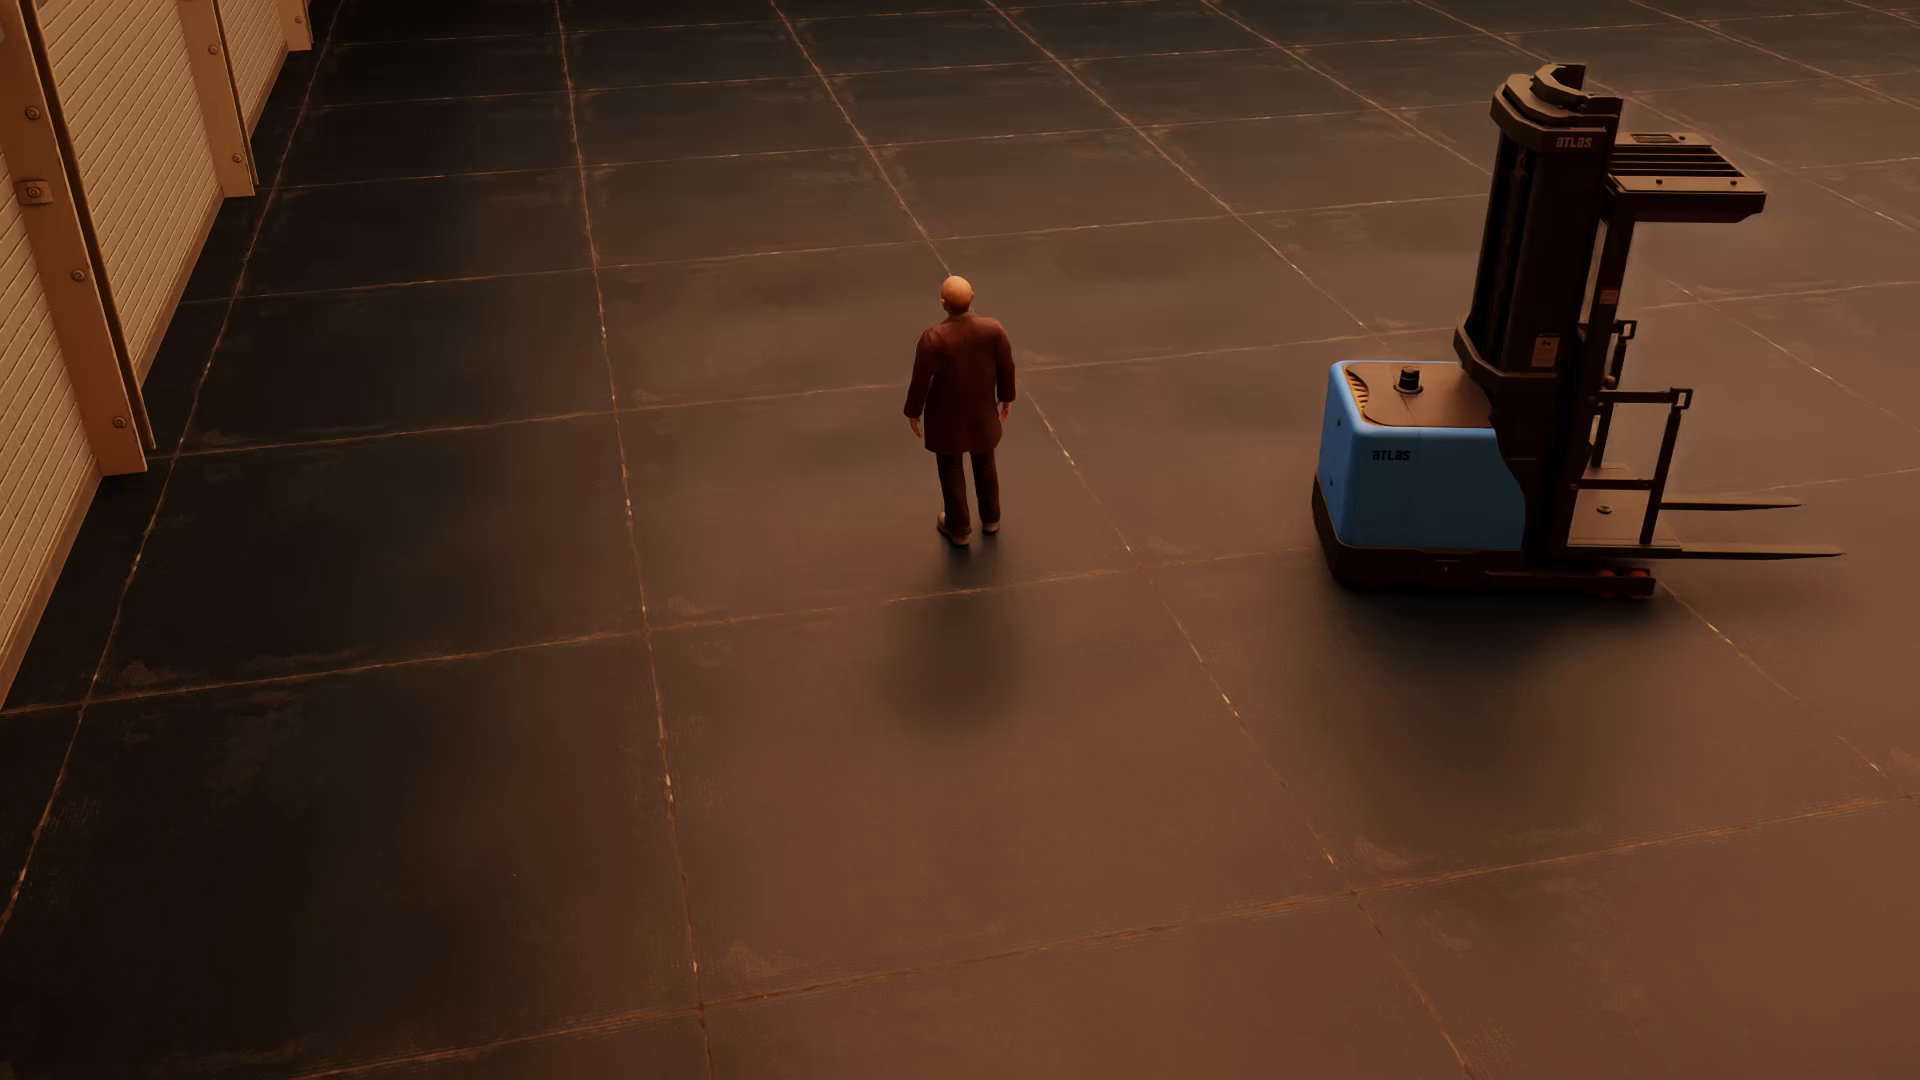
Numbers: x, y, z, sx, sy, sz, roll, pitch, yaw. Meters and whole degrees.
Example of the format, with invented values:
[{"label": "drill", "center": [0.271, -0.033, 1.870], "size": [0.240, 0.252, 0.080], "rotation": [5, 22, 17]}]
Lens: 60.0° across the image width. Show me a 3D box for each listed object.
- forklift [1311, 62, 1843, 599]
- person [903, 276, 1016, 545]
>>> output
[{"label": "forklift", "center": [3.768, -1.190, 9.630], "size": [3.031, 2.935, 1.130], "rotation": [1, 30, 2]}, {"label": "person", "center": [-0.016, -0.820, 10.128], "size": [0.696, 1.775, 0.582], "rotation": [-7, 31, -12]}]
